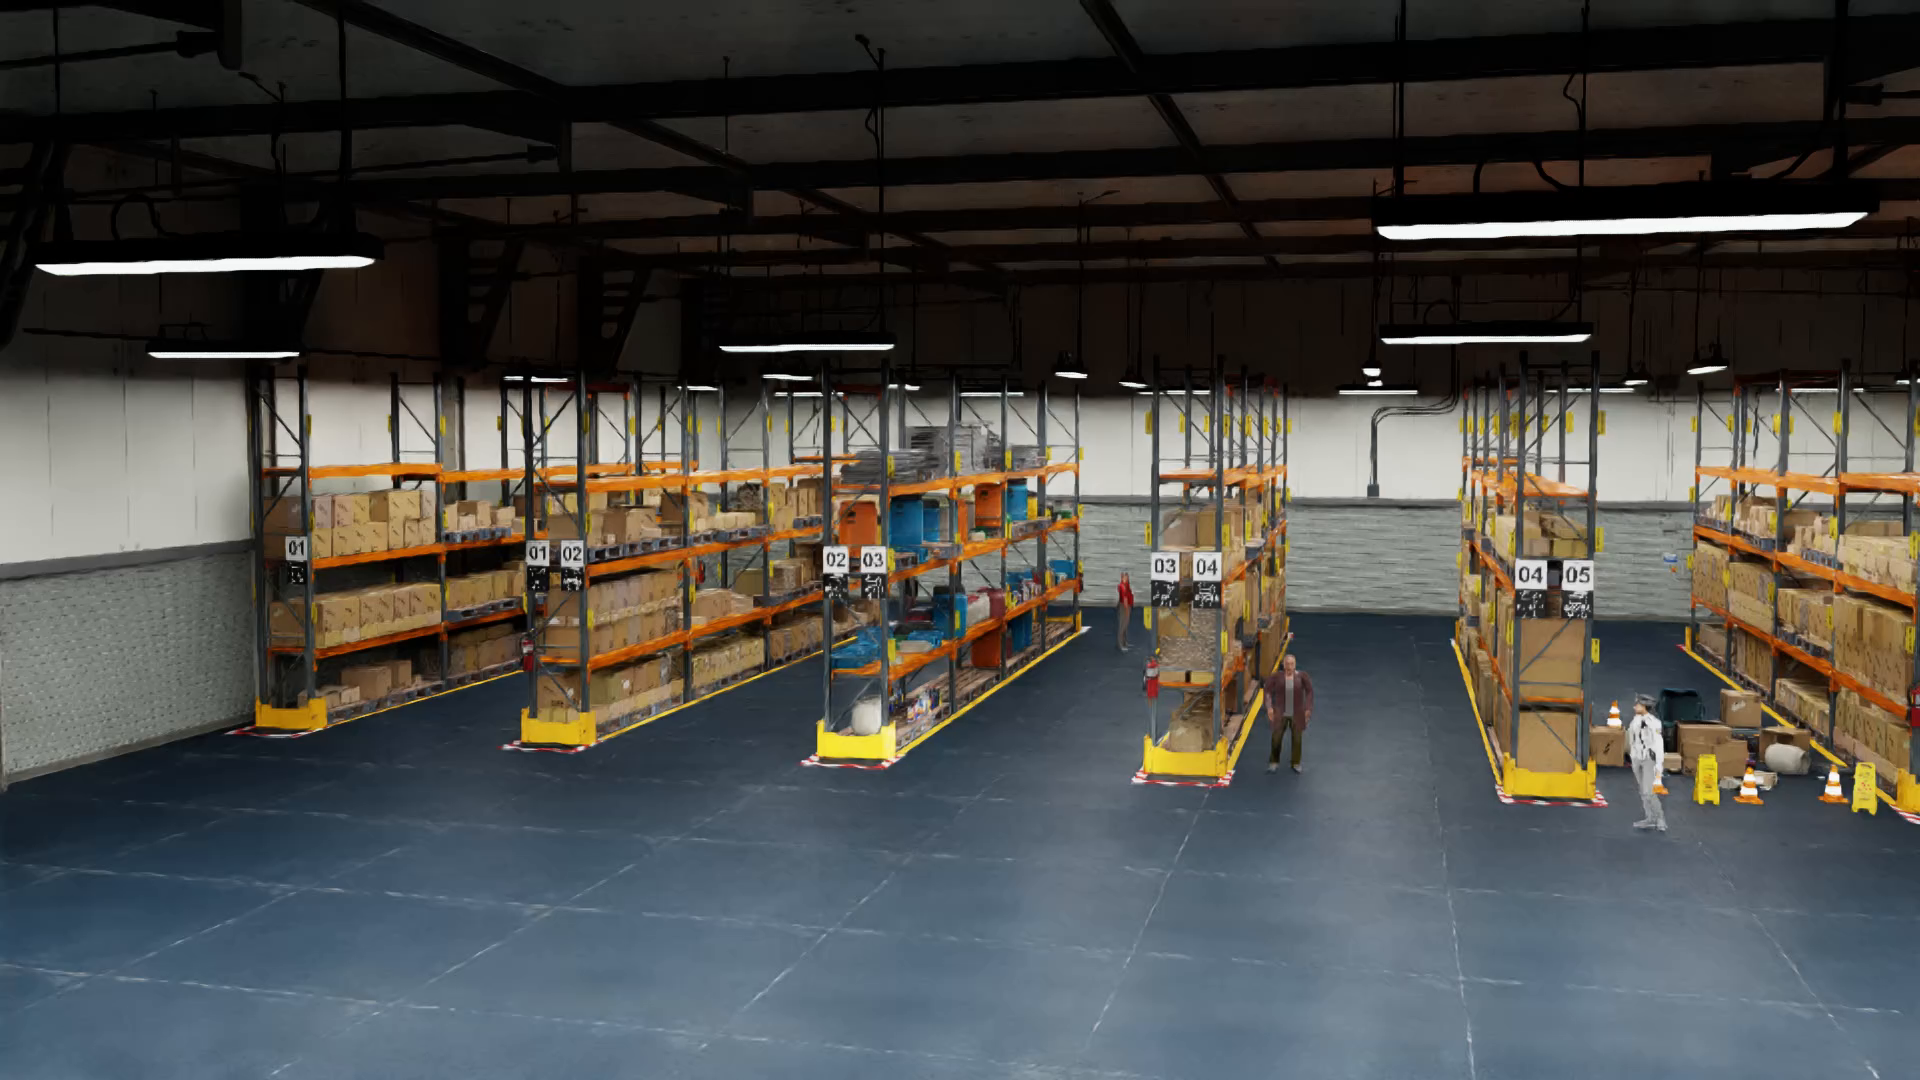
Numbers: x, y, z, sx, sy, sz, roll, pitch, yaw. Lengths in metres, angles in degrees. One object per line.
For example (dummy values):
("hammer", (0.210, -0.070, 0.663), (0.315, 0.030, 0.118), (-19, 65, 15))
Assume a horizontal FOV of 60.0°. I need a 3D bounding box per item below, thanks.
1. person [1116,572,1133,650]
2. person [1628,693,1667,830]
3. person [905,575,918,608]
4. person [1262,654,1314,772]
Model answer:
("person", (3.687, 1.565, 37.097), (0.407, 1.730, 0.655), (0, 4, -1))
("person", (8.523, 2.737, 20.609), (0.389, 1.670, 0.577), (-1, 4, -15))
("person", (-1.150, 1.363, 40.081), (0.447, 1.729, 0.586), (-1, 4, -16))
("person", (4.726, 2.489, 23.966), (0.729, 1.732, 0.534), (1, 4, 11))
